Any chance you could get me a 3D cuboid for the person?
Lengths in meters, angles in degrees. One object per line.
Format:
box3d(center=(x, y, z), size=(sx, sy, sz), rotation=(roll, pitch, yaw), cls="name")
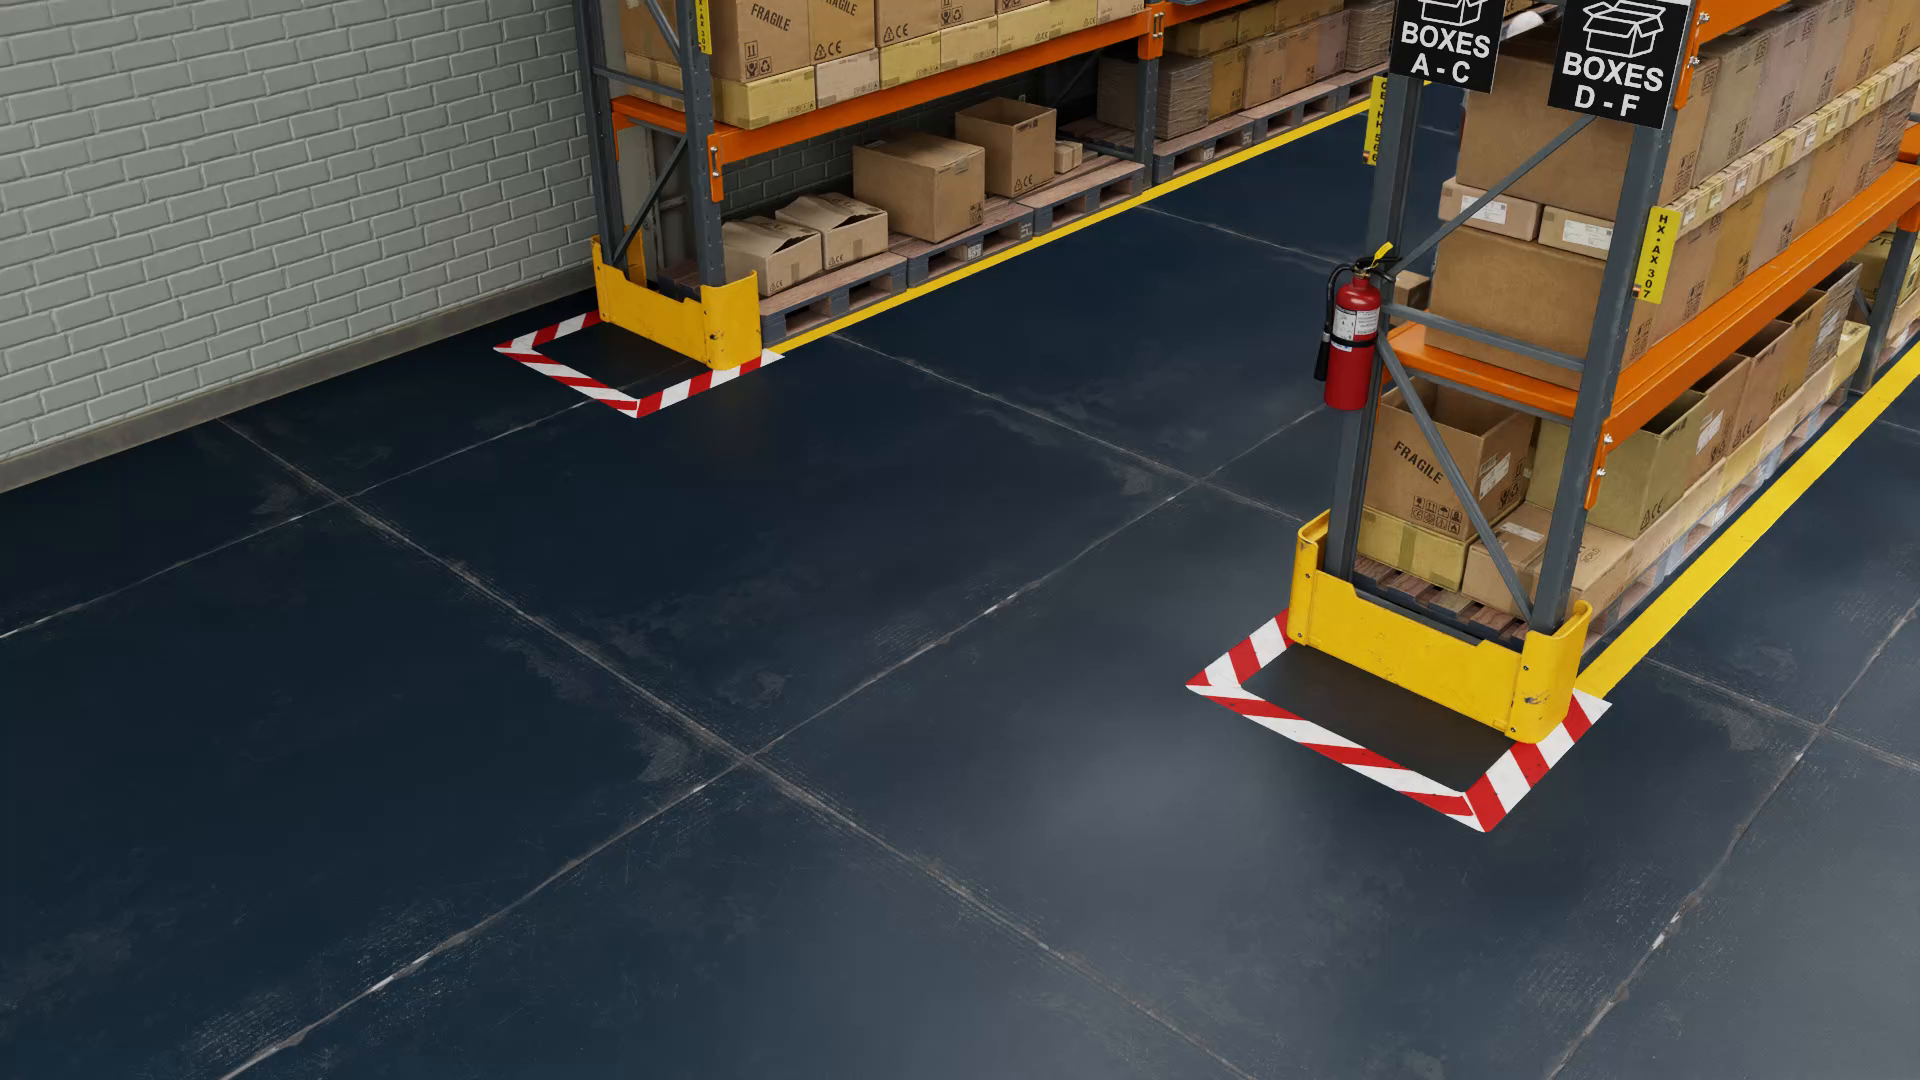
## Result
box3d(center=(3.149, -2.185, 9.712), size=(0.547, 1.775, 0.650), rotation=(23, 38, 33), cls="person")
